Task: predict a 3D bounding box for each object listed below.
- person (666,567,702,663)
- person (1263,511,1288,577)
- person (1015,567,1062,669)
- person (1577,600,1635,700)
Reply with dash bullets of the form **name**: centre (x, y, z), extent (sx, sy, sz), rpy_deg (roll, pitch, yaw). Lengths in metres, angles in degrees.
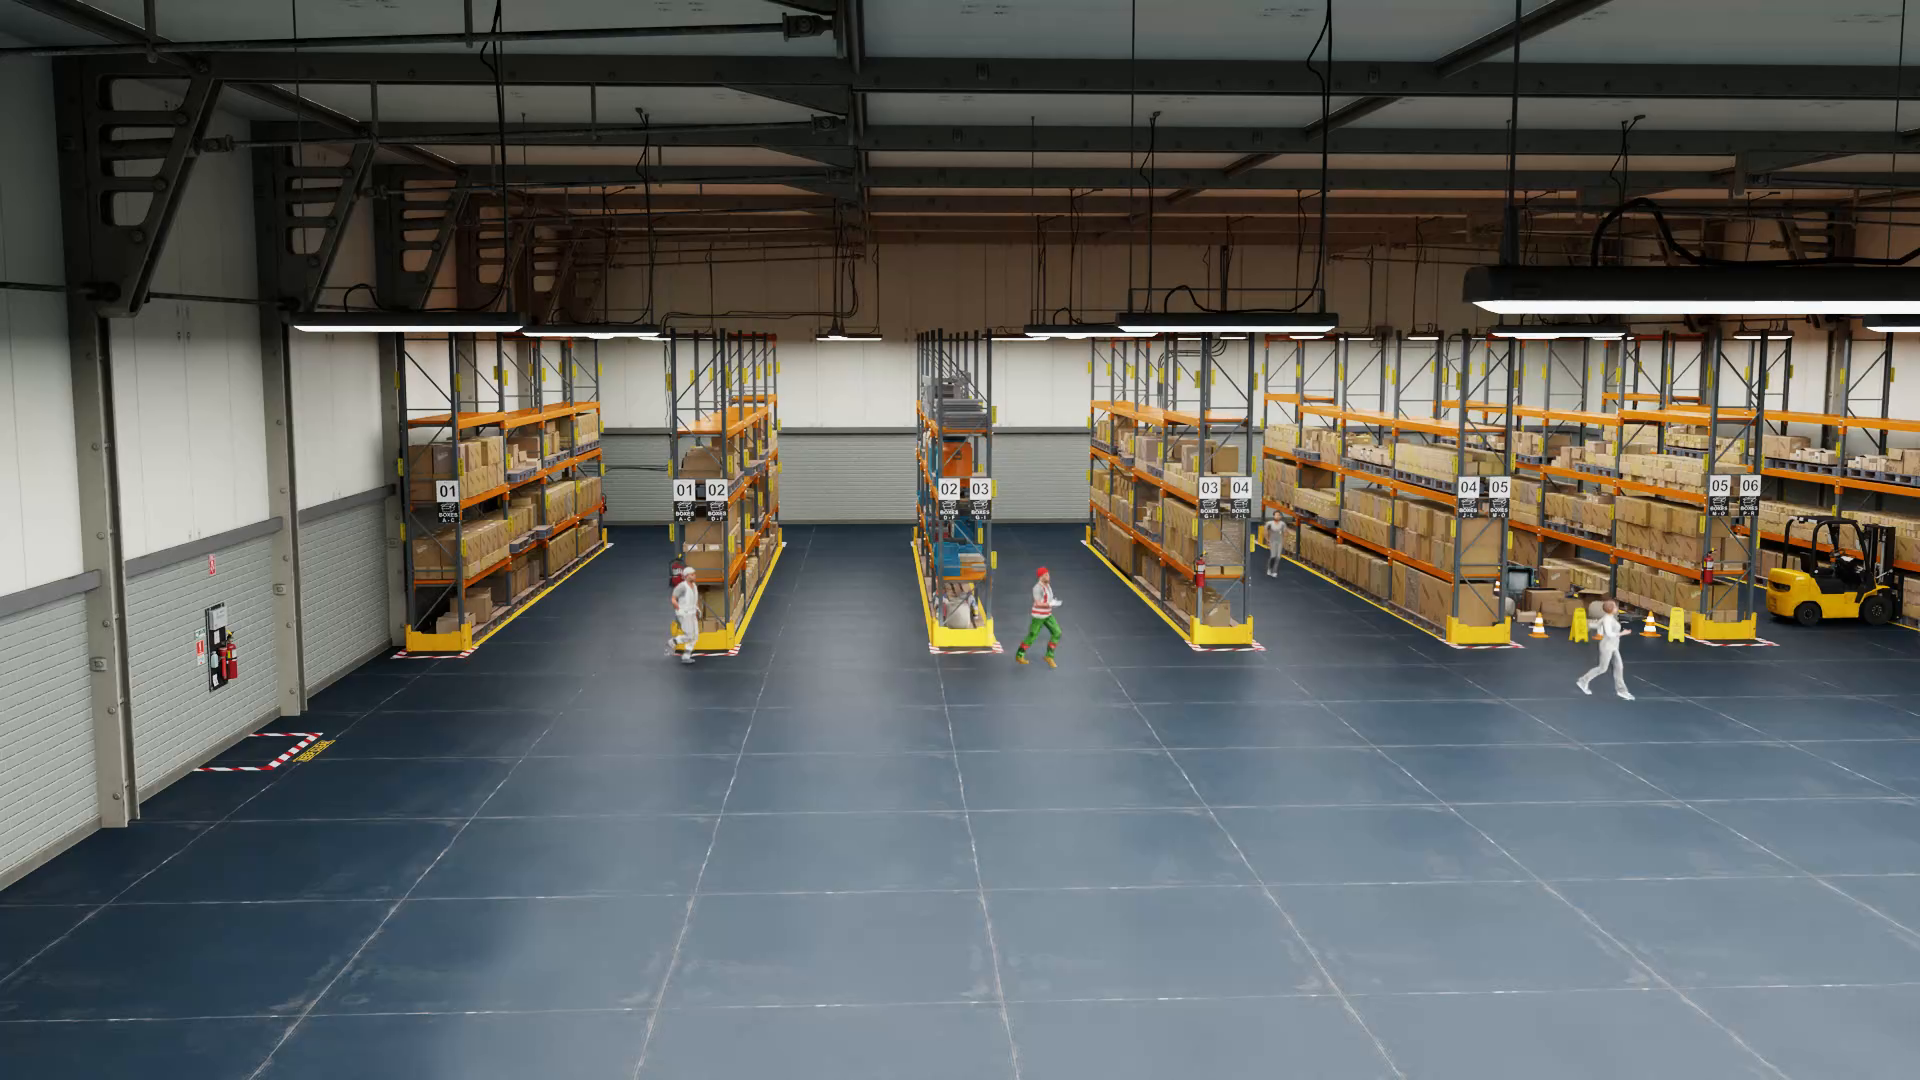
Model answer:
- **person**: centre (-4.981, 1.345, 29.977), extent (0.590, 1.741, 0.674), rpy_deg (3, 7, 21)
- **person**: centre (7.770, 0.099, 40.833), extent (0.574, 1.633, 0.584), rpy_deg (0, 7, -3)
- **person**: centre (1.436, 1.374, 29.434), extent (0.908, 1.818, 0.676), rpy_deg (4, 8, 31)
- **person**: centre (10.439, 1.757, 26.788), extent (0.883, 1.594, 0.534), rpy_deg (4, 8, 31)
